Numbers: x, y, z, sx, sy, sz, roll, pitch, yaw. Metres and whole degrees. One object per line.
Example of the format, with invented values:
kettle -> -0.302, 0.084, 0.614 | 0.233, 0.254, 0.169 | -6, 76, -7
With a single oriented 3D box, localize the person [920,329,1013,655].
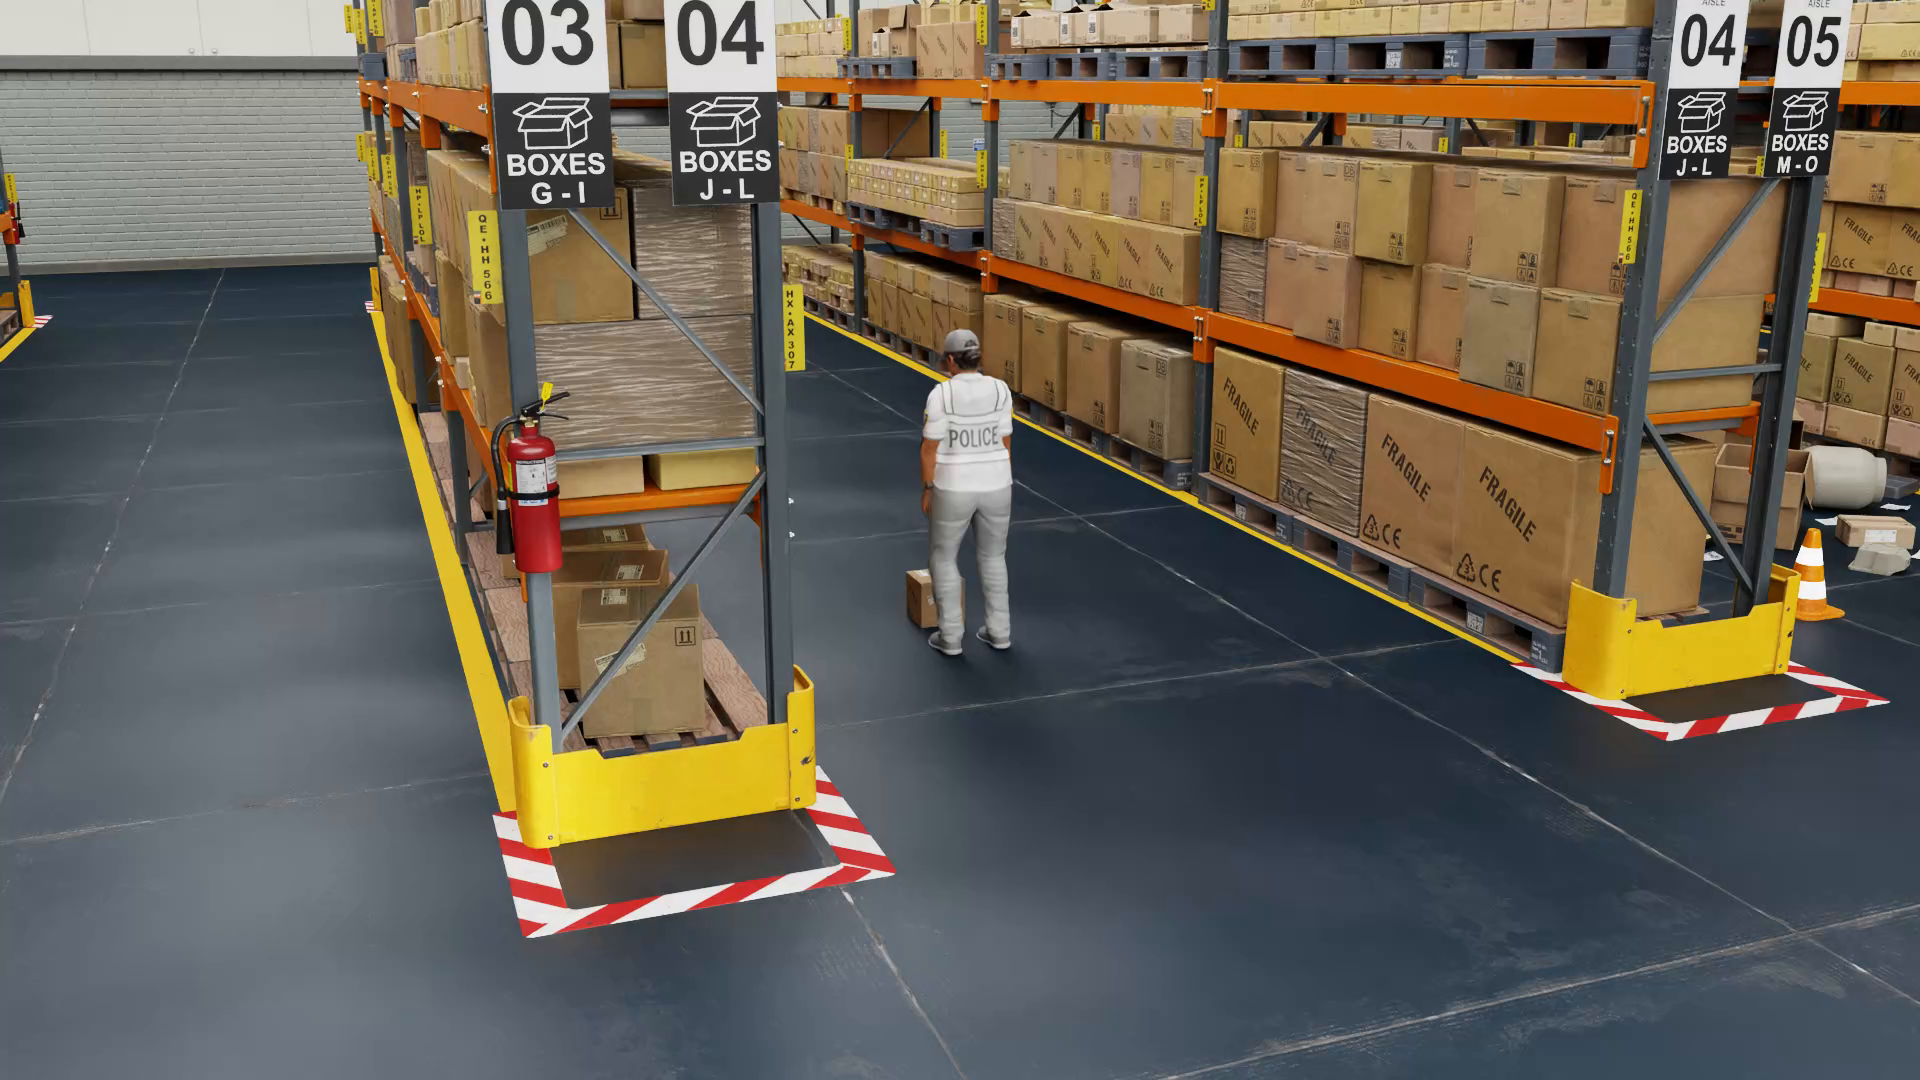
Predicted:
person -> 0.025, -0.236, 8.401 | 0.475, 1.652, 0.394 | -6, 17, -19
